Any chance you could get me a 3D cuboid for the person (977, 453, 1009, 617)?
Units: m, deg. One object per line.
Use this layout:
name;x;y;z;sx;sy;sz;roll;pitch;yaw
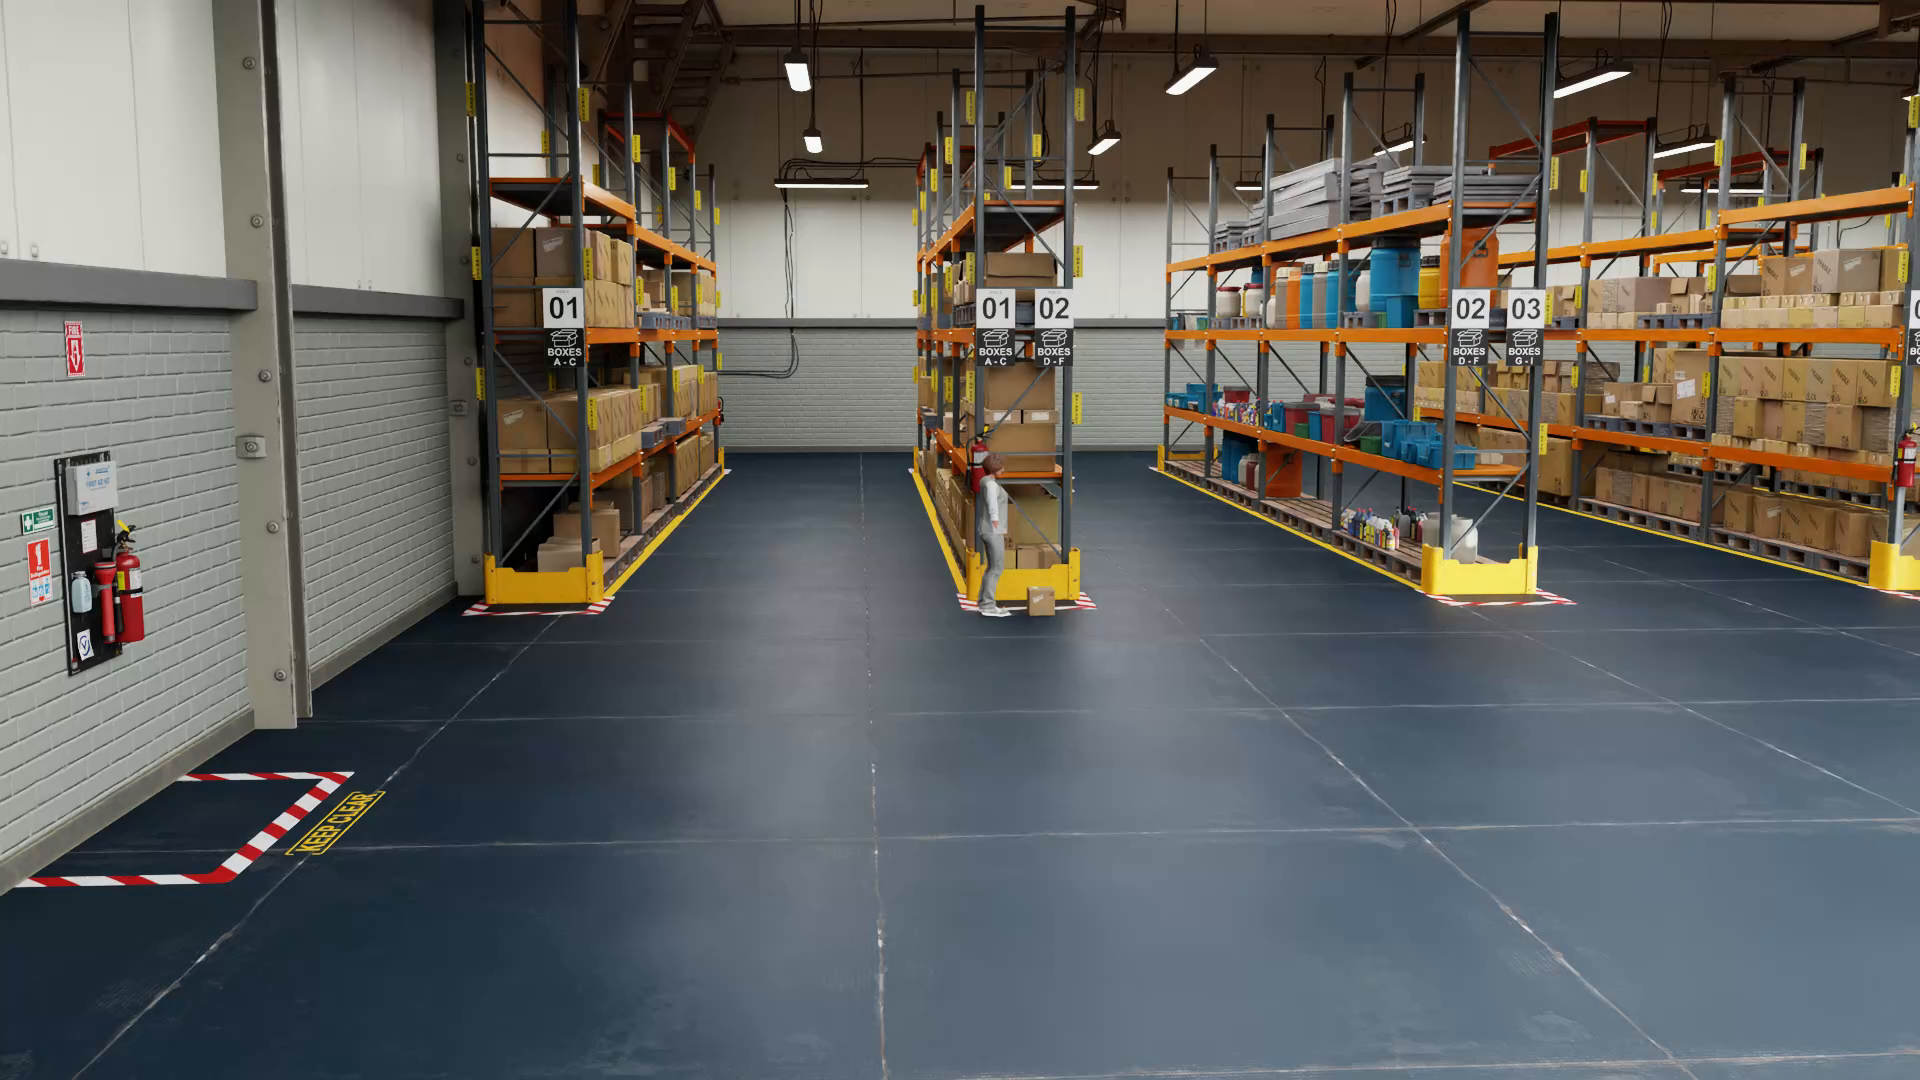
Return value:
person;0.321;-0.051;16.286;0.299;1.595;0.407;-1;7;-7
